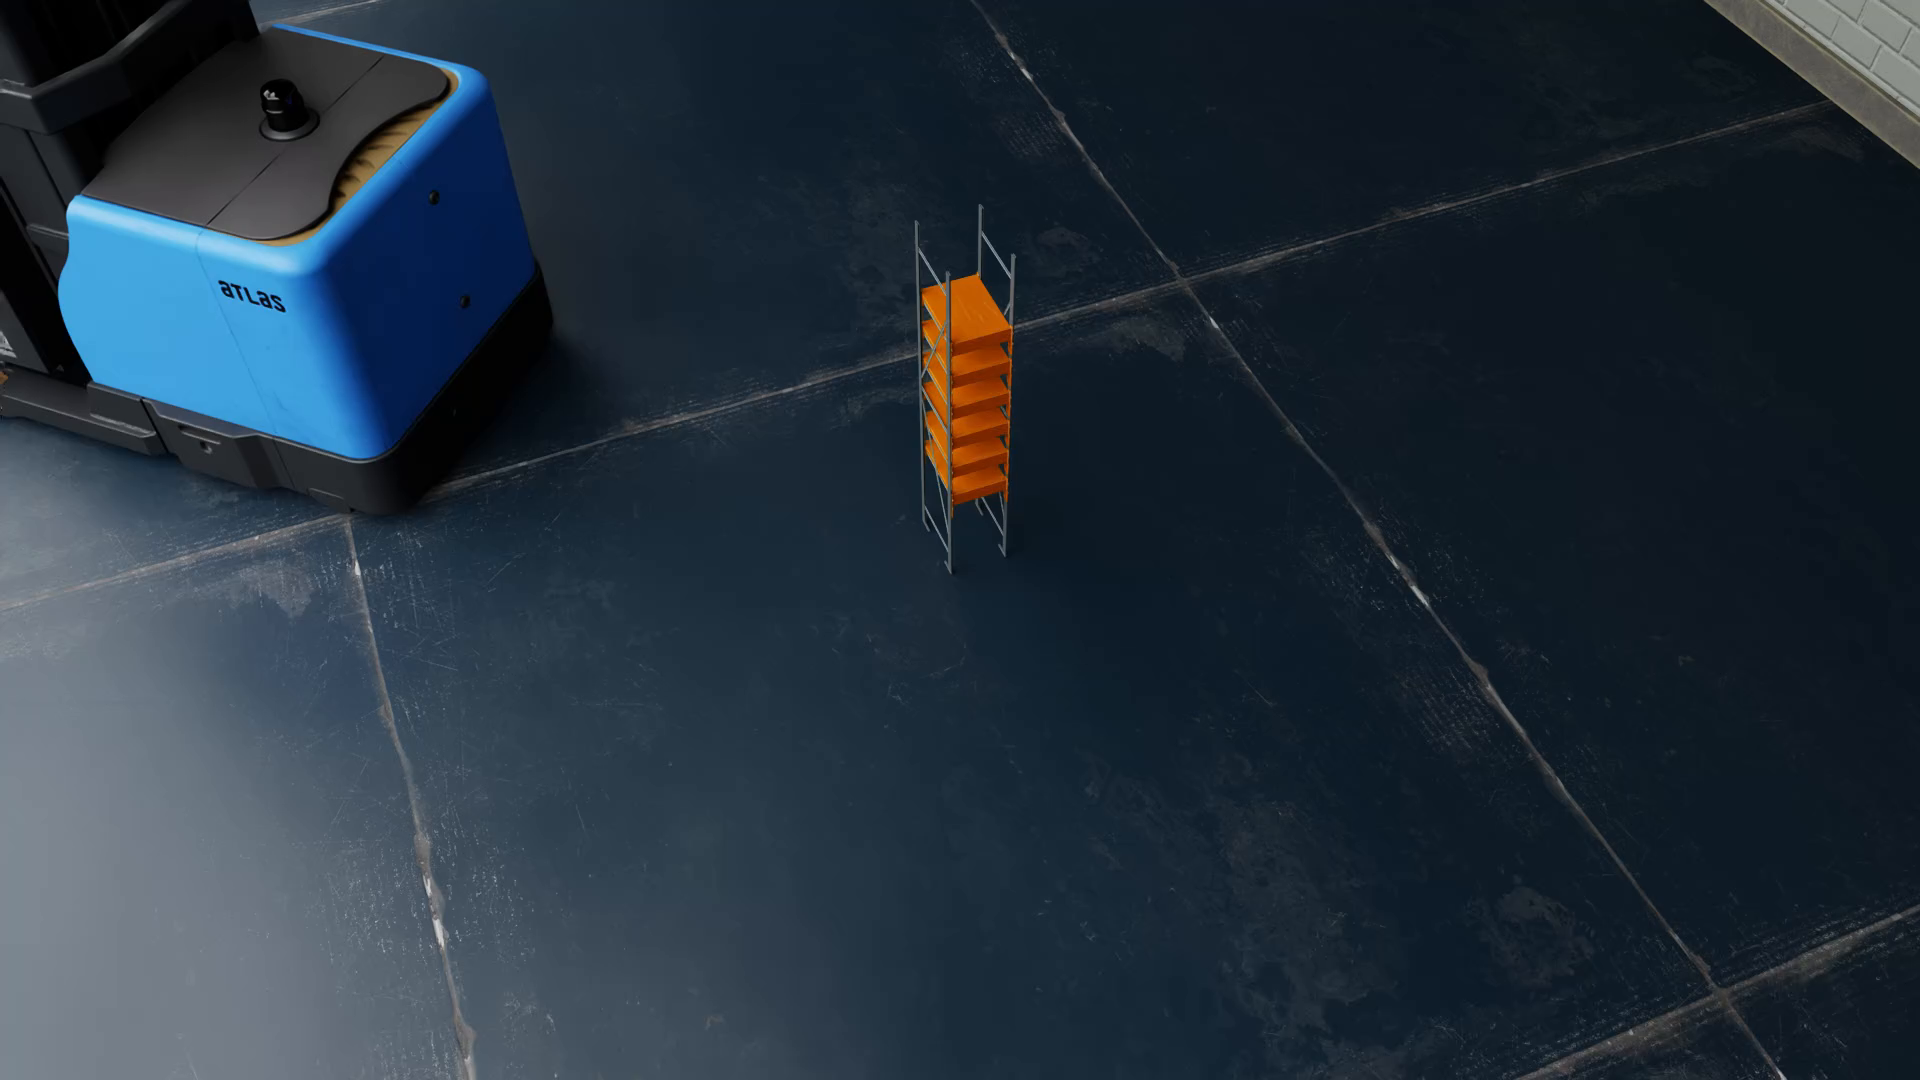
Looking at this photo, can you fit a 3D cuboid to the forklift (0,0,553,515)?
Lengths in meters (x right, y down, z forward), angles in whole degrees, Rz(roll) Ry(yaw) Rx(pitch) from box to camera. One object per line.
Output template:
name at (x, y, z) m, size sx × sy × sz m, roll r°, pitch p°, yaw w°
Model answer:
forklift at (-2.991, -1.737, 4.810) m, size 3.031 × 2.935 × 1.130 m, roll 16°, pitch 51°, yaw 13°

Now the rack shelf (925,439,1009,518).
rack shelf at (0.013, -0.210, 5.014) m, size 0.180 × 0.103 × 0.258 m, roll -17°, pitch 52°, yaw -14°

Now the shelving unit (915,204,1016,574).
shelving unit at (0.013, -0.395, 4.798) m, size 0.189 × 1.200 × 0.258 m, roll -17°, pitch 52°, yaw -14°

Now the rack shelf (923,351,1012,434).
rack shelf at (0.013, -0.444, 4.741) m, size 0.180 × 0.103 × 0.258 m, roll -17°, pitch 52°, yaw -14°

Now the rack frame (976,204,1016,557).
rack frame at (0.098, -0.421, 4.821) m, size 0.006 × 1.200 × 0.240 m, roll -17°, pitch 52°, yaw -14°

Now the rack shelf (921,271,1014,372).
rack shelf at (0.013, -0.601, 4.559) m, size 0.180 × 0.103 × 0.258 m, roll -17°, pitch 52°, yaw -14°

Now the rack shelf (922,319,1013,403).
rack shelf at (0.013, -0.522, 4.650) m, size 0.180 × 0.103 × 0.258 m, roll -17°, pitch 52°, yaw -14°

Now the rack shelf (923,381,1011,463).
rack shelf at (0.013, -0.366, 4.832) m, size 0.180 × 0.103 × 0.258 m, roll -17°, pitch 52°, yaw -14°

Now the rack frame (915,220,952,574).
rack frame at (-0.071, -0.369, 4.776) m, size 0.006 × 1.200 × 0.240 m, roll -17°, pitch 52°, yaw -14°

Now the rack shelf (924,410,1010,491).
rack shelf at (0.013, -0.288, 4.923) m, size 0.180 × 0.103 × 0.258 m, roll -17°, pitch 52°, yaw -14°
